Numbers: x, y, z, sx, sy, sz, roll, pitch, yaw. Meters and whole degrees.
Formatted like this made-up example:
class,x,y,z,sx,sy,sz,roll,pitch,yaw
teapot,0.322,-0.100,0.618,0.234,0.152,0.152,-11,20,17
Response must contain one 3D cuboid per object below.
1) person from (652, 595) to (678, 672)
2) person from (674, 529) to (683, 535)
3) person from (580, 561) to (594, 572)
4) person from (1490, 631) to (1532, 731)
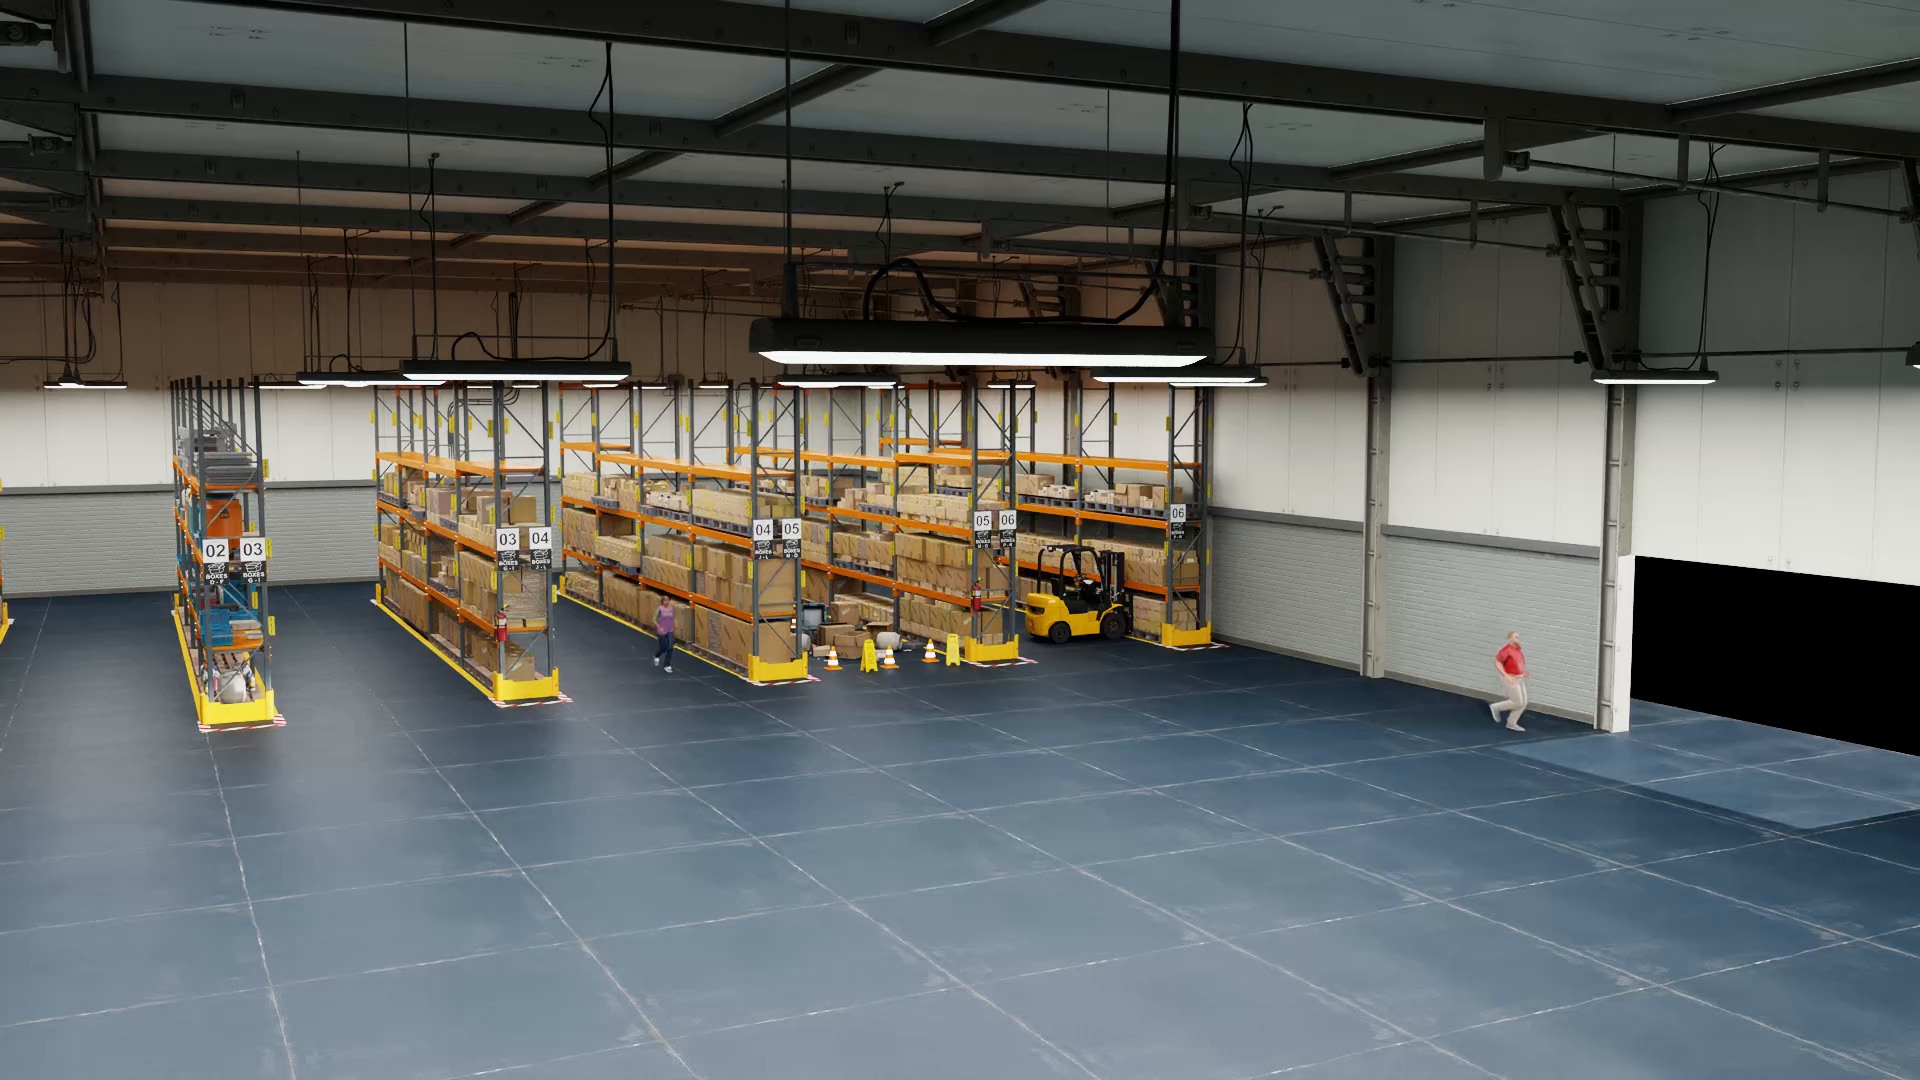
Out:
class,x,y,z,sx,sy,sz,roll,pitch,yaw
person,-6.073,1.907,34.227,0.565,1.585,0.622,-3,6,-34
person,-8.529,0.400,50.268,0.972,1.649,0.574,-2,5,-21
person,-10.936,0.511,48.907,0.871,1.737,0.760,0,5,-2
person,9.355,2.388,28.217,0.670,1.676,0.599,-5,7,-42
